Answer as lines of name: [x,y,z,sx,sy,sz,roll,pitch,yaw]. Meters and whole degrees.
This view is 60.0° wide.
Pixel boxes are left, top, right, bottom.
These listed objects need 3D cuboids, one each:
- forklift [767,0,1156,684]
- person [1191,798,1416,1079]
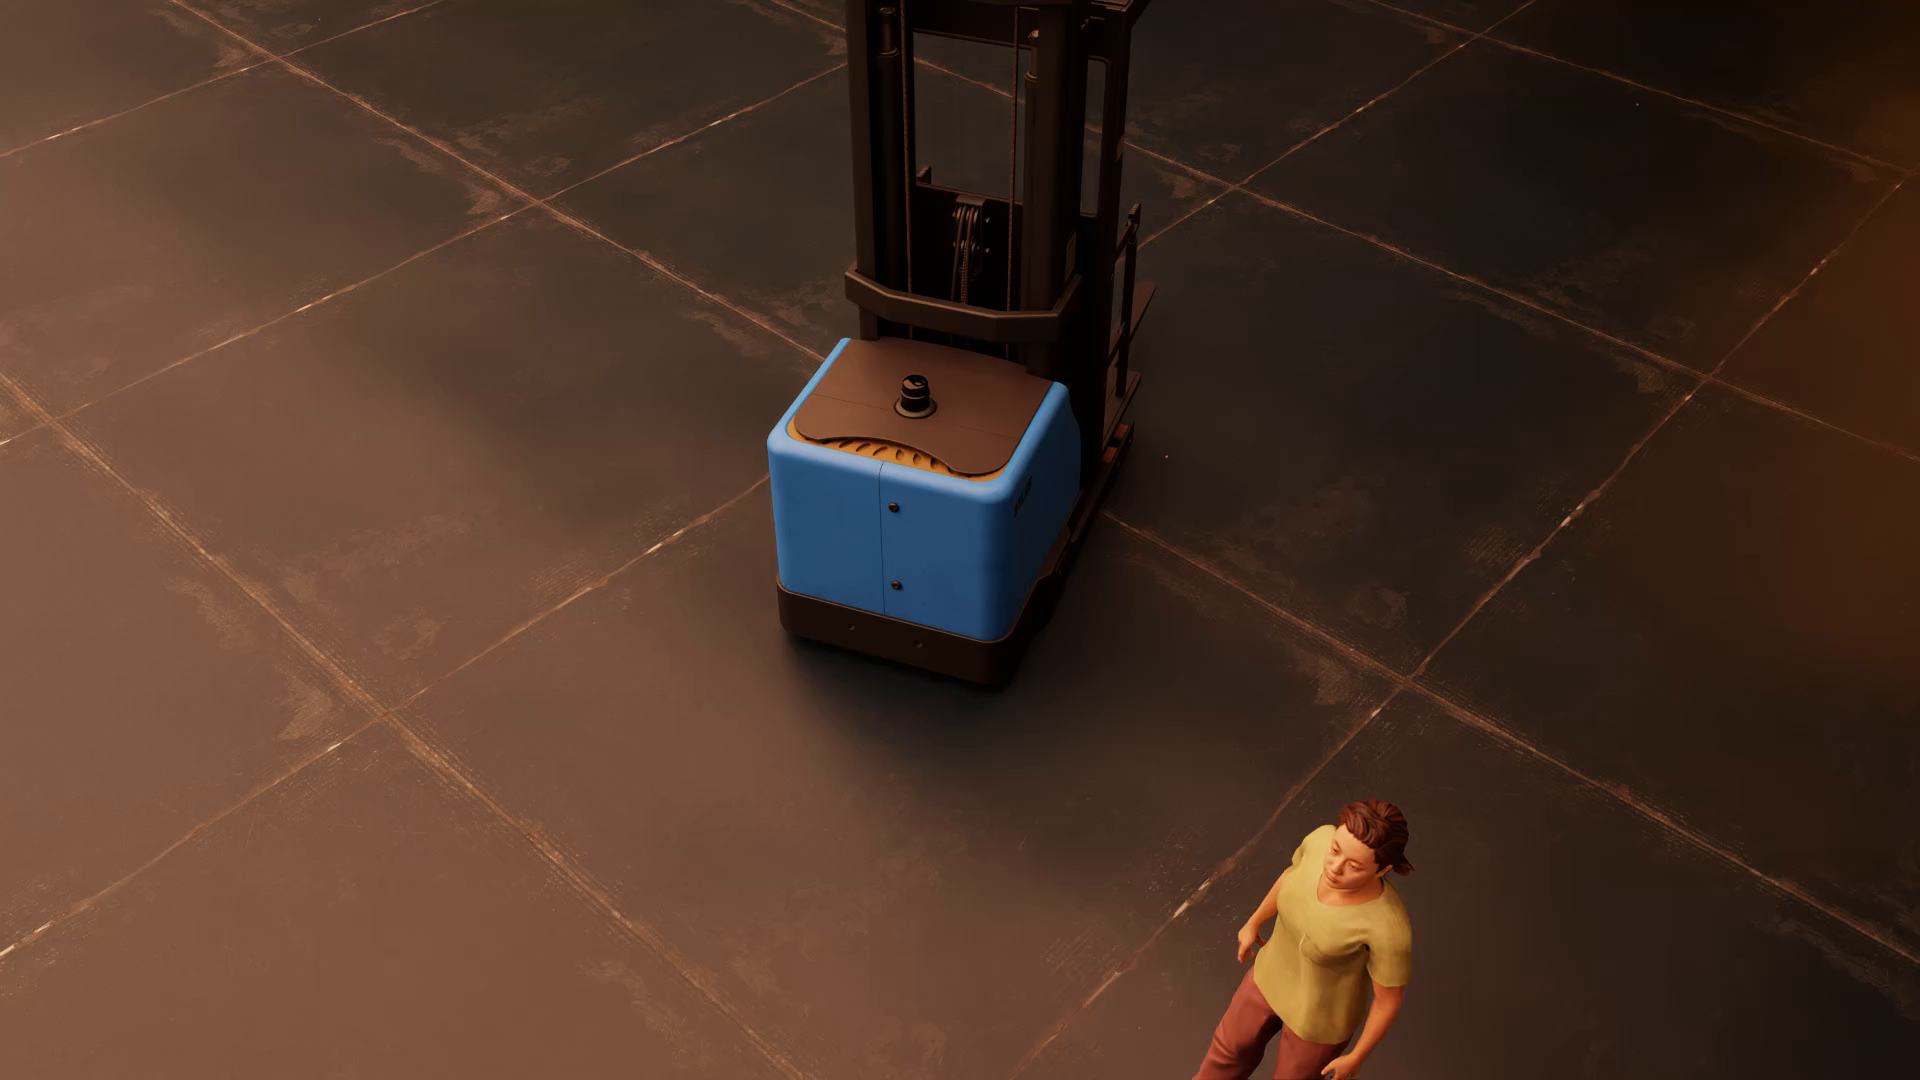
forklift: [0.211,-1.484,7.158,1.130,2.935,3.031,14,42,15]
person: [0.940,1.346,4.812,0.549,1.673,0.552,-19,44,-21]
